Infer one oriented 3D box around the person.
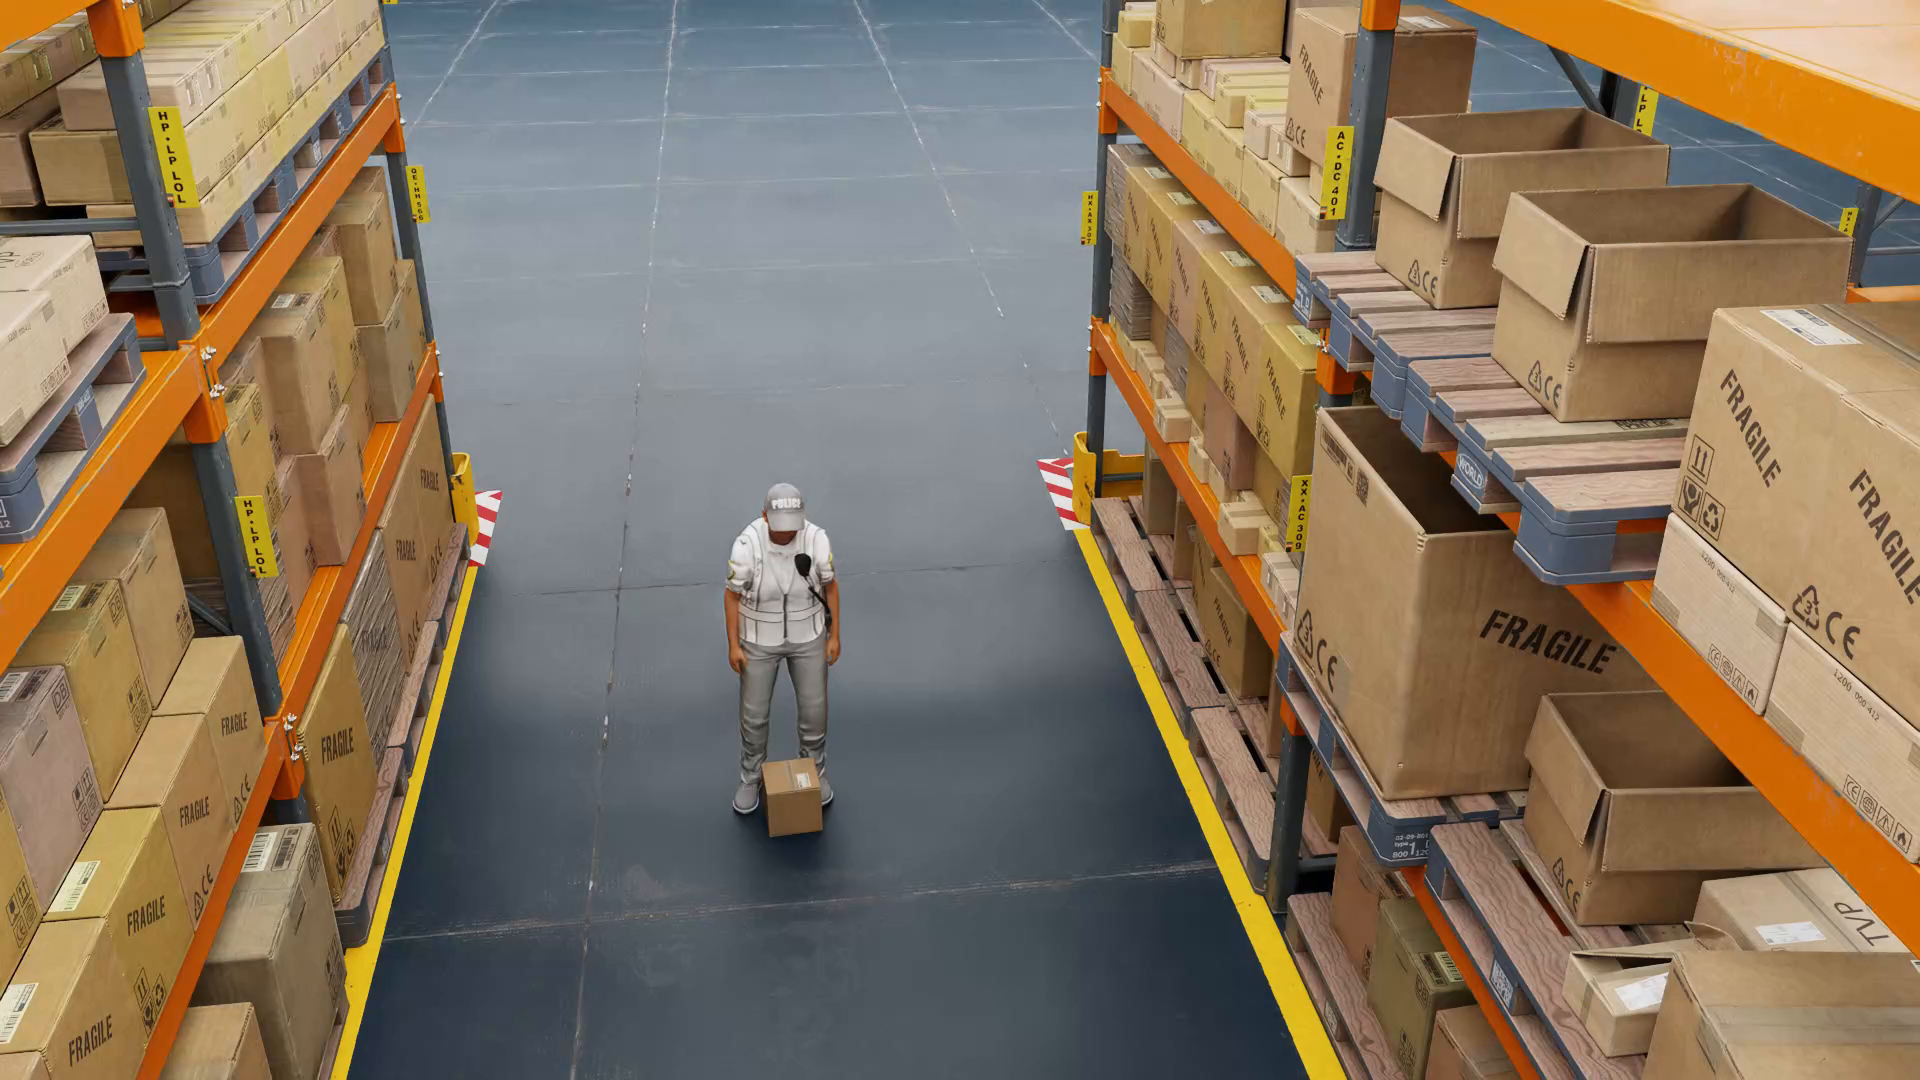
[{"bbox_3d":[-0.830,0.474,7.711,0.563,1.651,0.390,-5,28,-10],"label":"person"}]
